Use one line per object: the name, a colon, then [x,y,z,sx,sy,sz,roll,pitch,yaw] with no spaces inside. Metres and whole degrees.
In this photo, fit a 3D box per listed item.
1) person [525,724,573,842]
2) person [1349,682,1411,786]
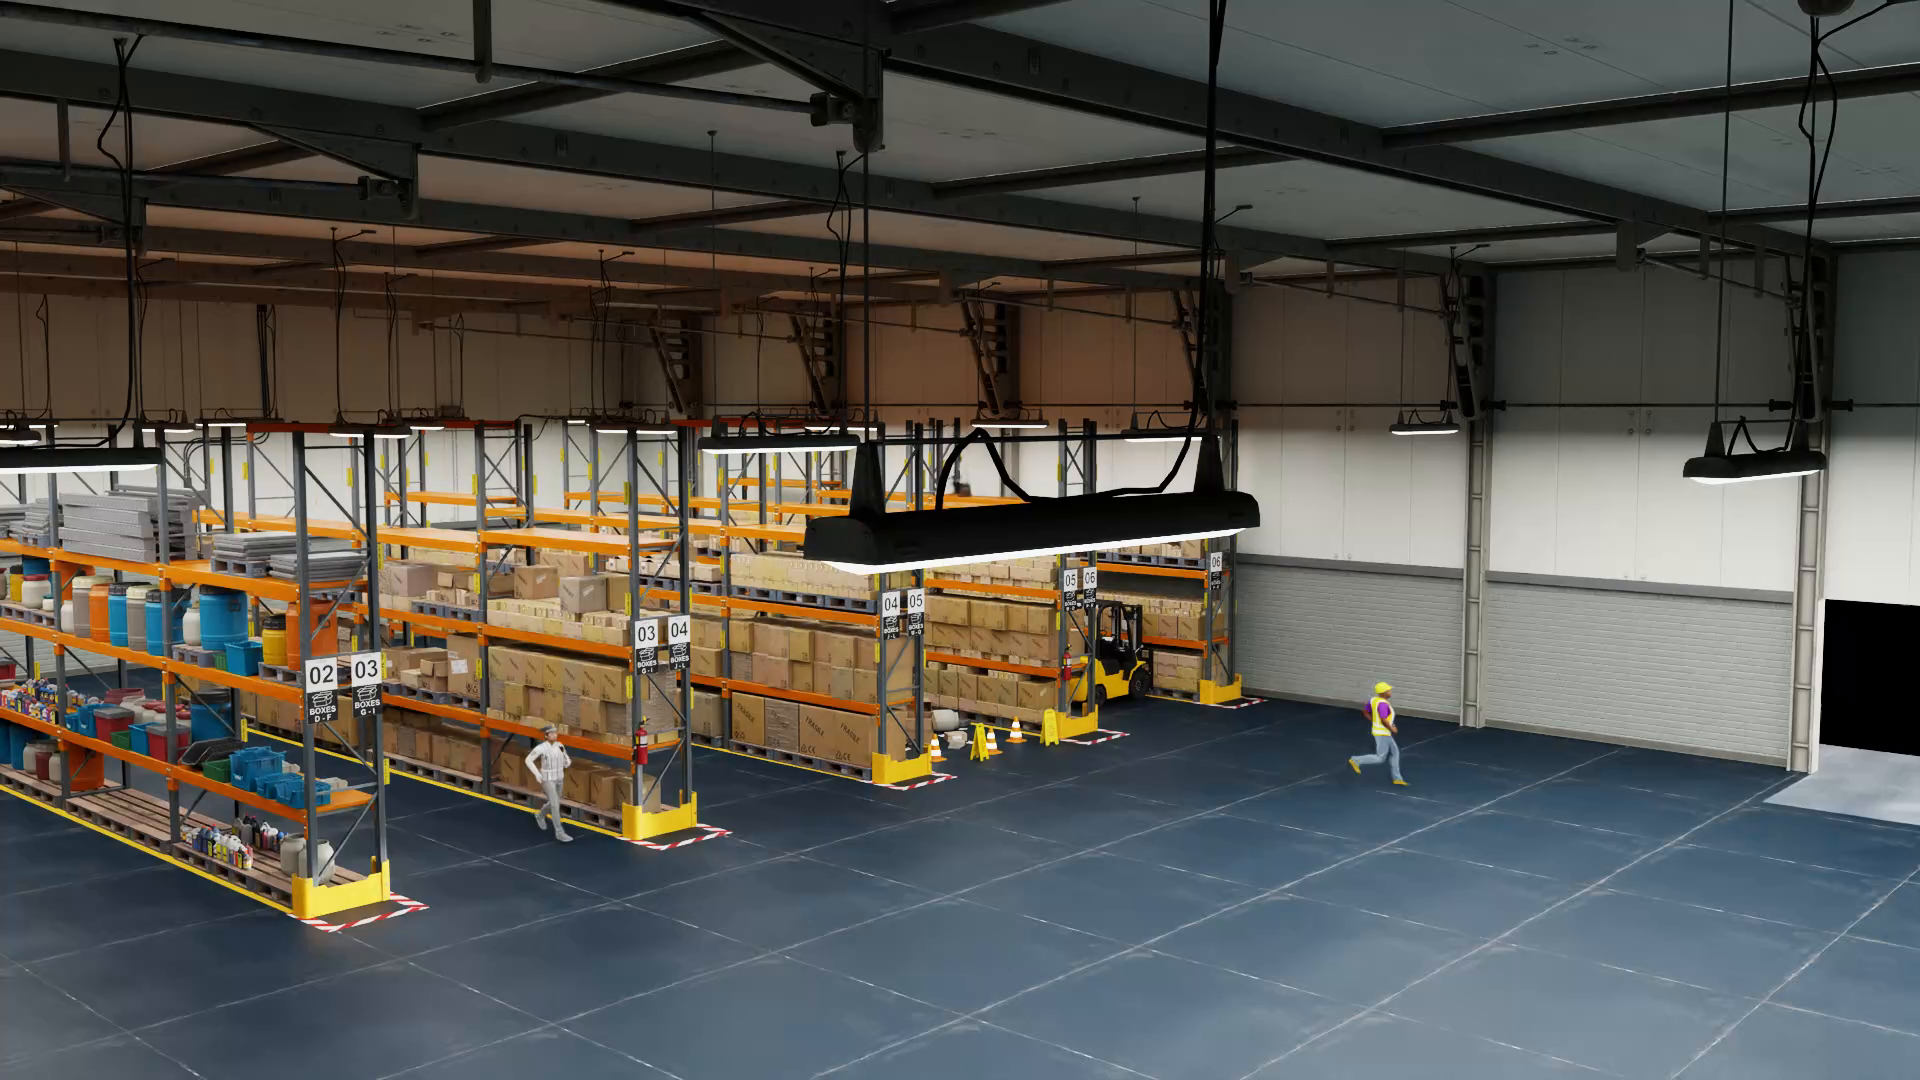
person: [-5.935,3.488,24.176,0.919,1.670,0.620,4,6,37]
person: [6.973,3.233,27.572,1.044,1.752,0.677,0,5,5]
